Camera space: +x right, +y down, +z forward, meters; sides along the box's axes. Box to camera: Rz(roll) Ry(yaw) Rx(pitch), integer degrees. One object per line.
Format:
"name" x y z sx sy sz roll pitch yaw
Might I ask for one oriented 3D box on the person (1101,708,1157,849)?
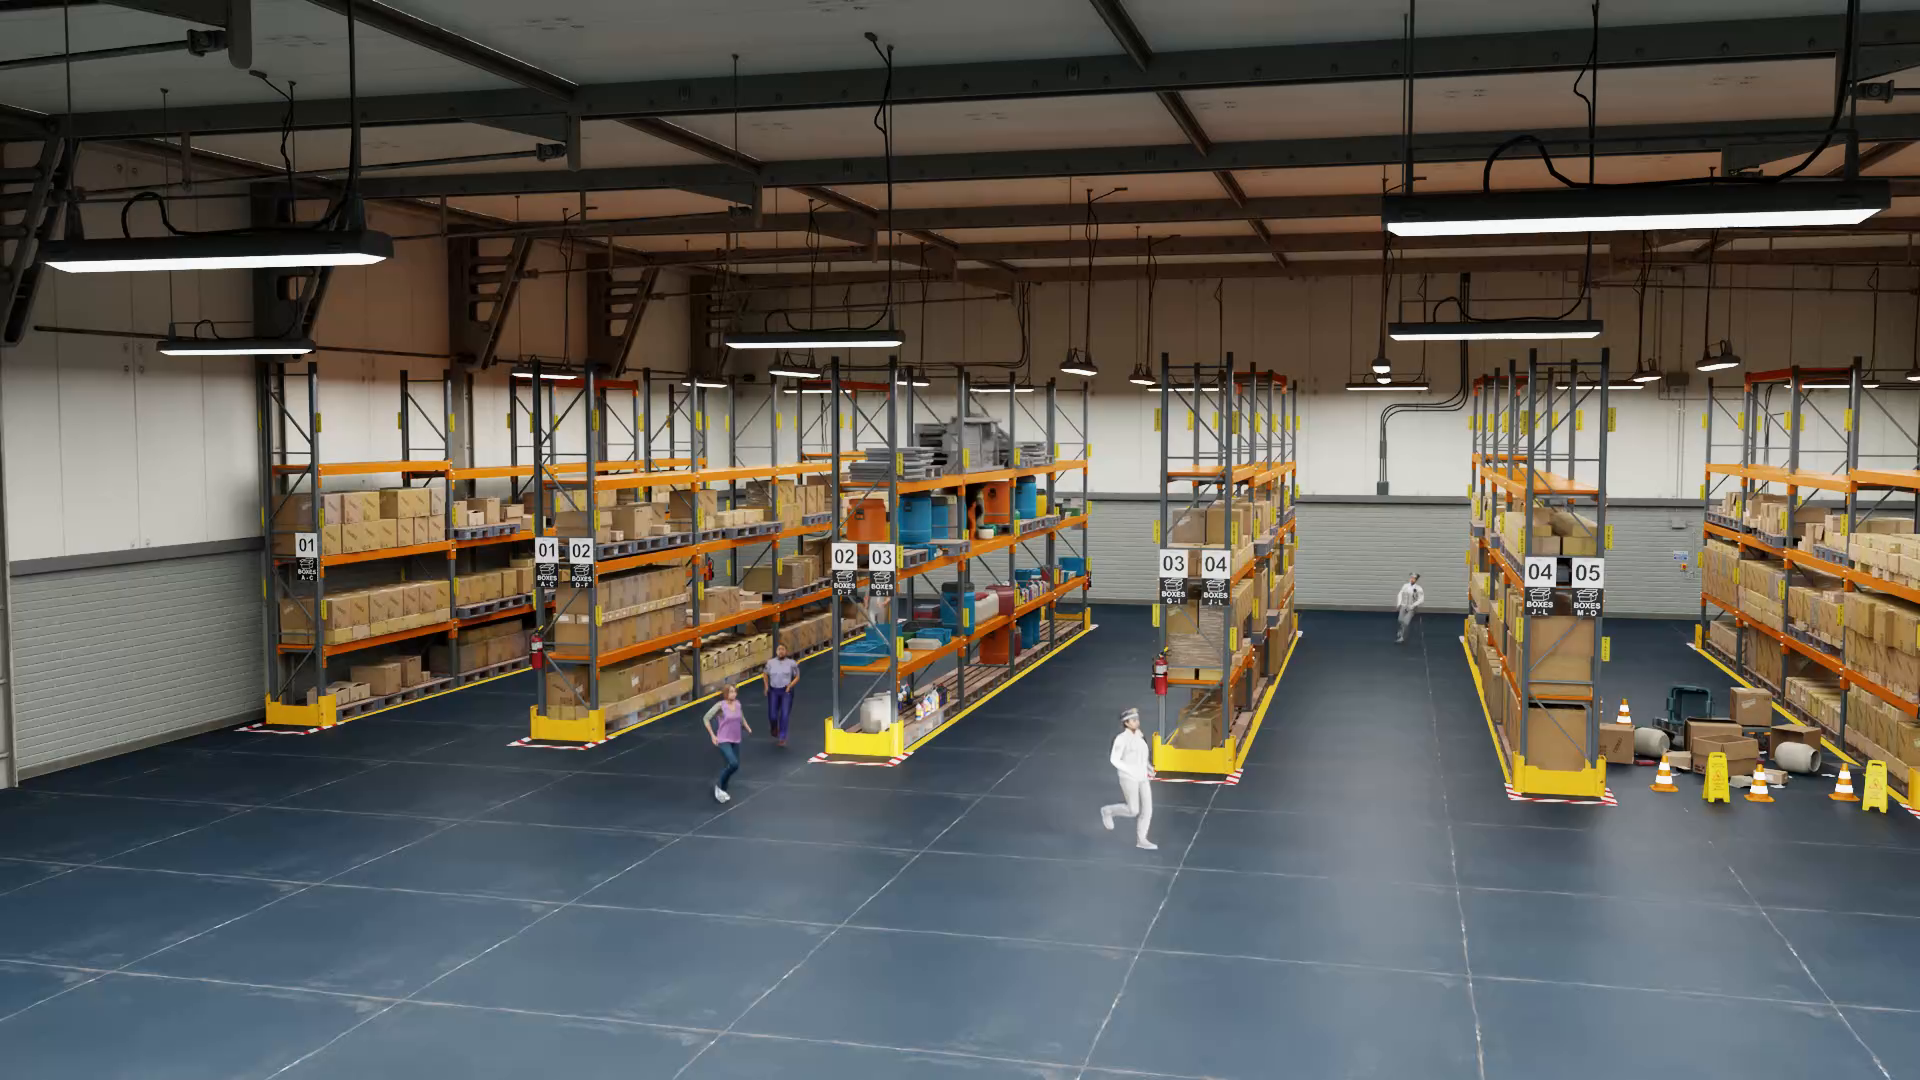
"person" 2.049 2.800 19.671 0.632 1.656 0.778 -4 6 -44

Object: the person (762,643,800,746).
"person" -2.777 2.396 25.807 0.594 1.600 0.541 0 4 -2

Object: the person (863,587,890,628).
"person" -1.733 1.519 34.320 0.575 1.614 0.748 1 4 8

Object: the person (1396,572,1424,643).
"person" 10.194 1.538 37.737 0.627 1.624 0.513 3 5 32

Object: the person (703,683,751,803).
"person" -3.028 2.667 21.886 0.622 1.569 0.538 3 5 40
